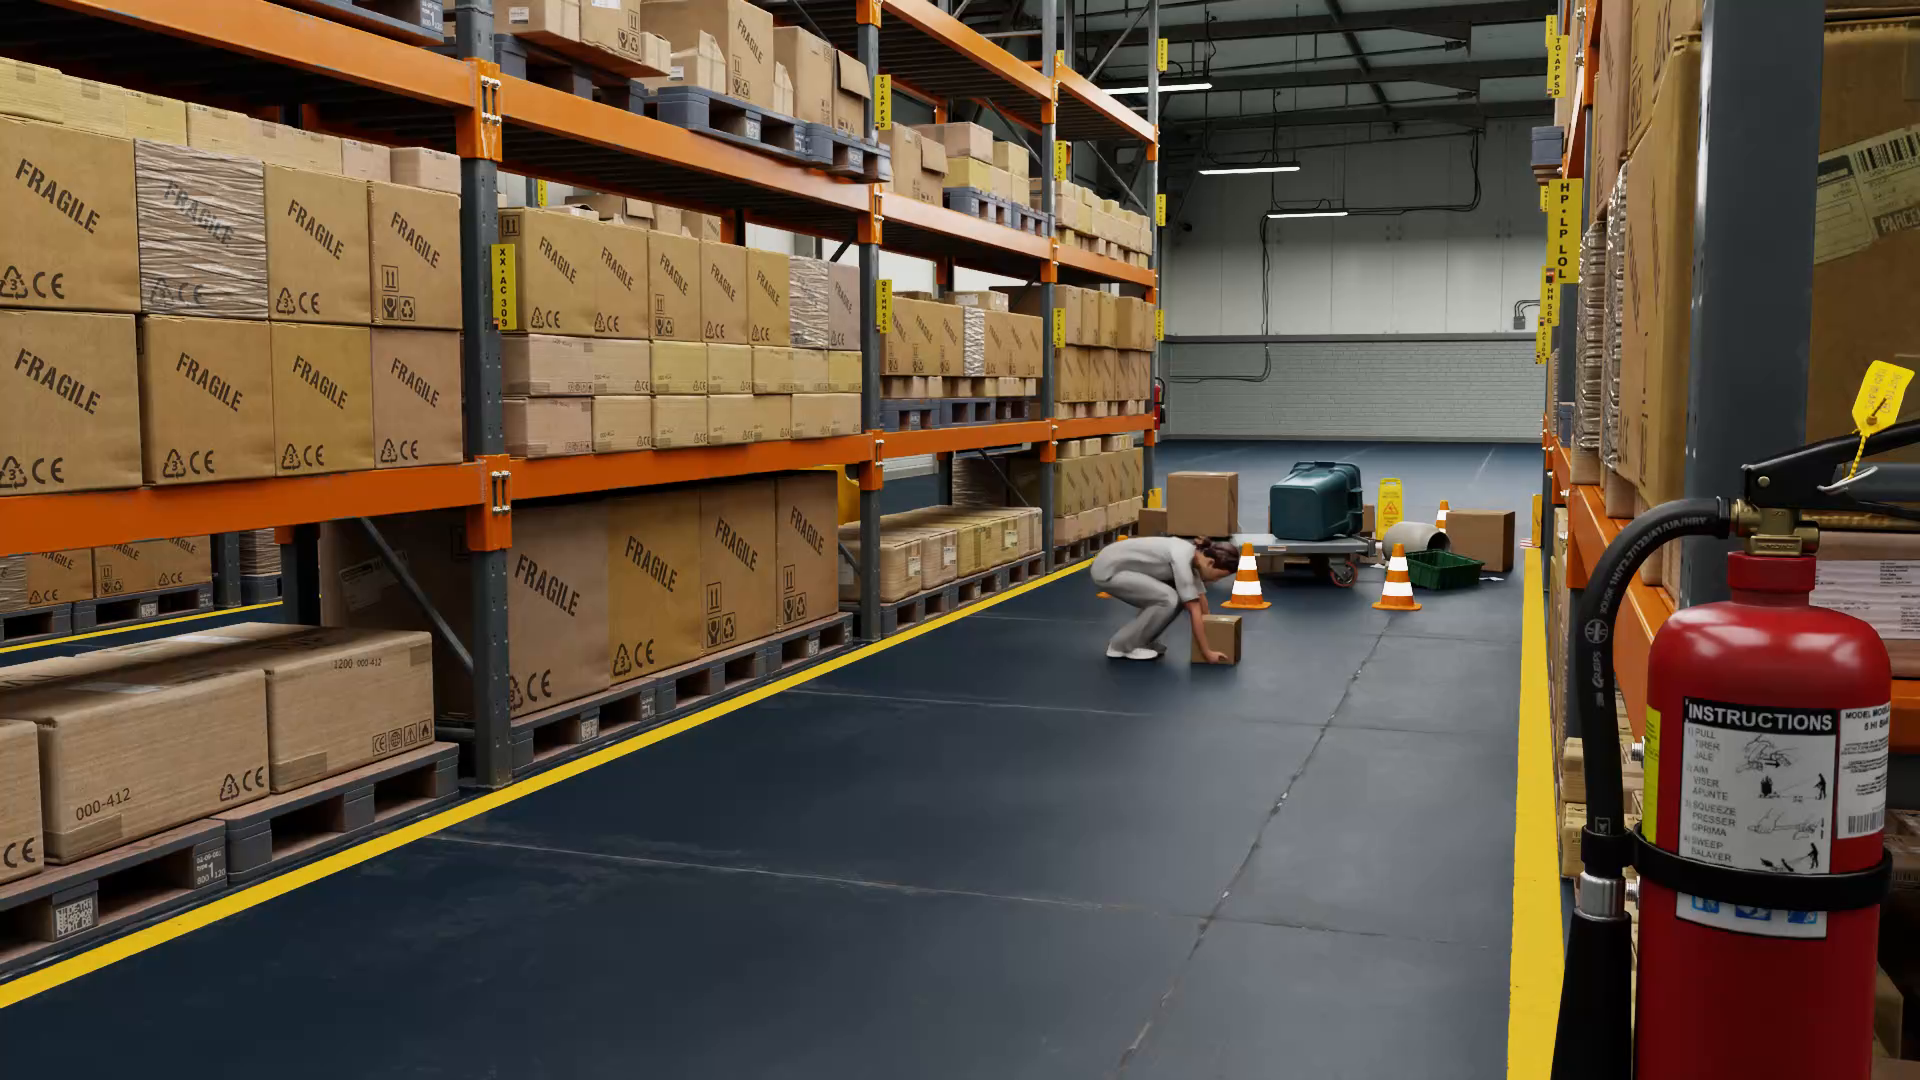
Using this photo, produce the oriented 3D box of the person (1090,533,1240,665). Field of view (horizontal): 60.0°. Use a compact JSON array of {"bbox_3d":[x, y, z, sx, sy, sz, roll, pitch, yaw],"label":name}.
[{"bbox_3d":[1.203,0.337,9.778,0.866,0.745,0.458,2,6,17],"label":"person"}]
